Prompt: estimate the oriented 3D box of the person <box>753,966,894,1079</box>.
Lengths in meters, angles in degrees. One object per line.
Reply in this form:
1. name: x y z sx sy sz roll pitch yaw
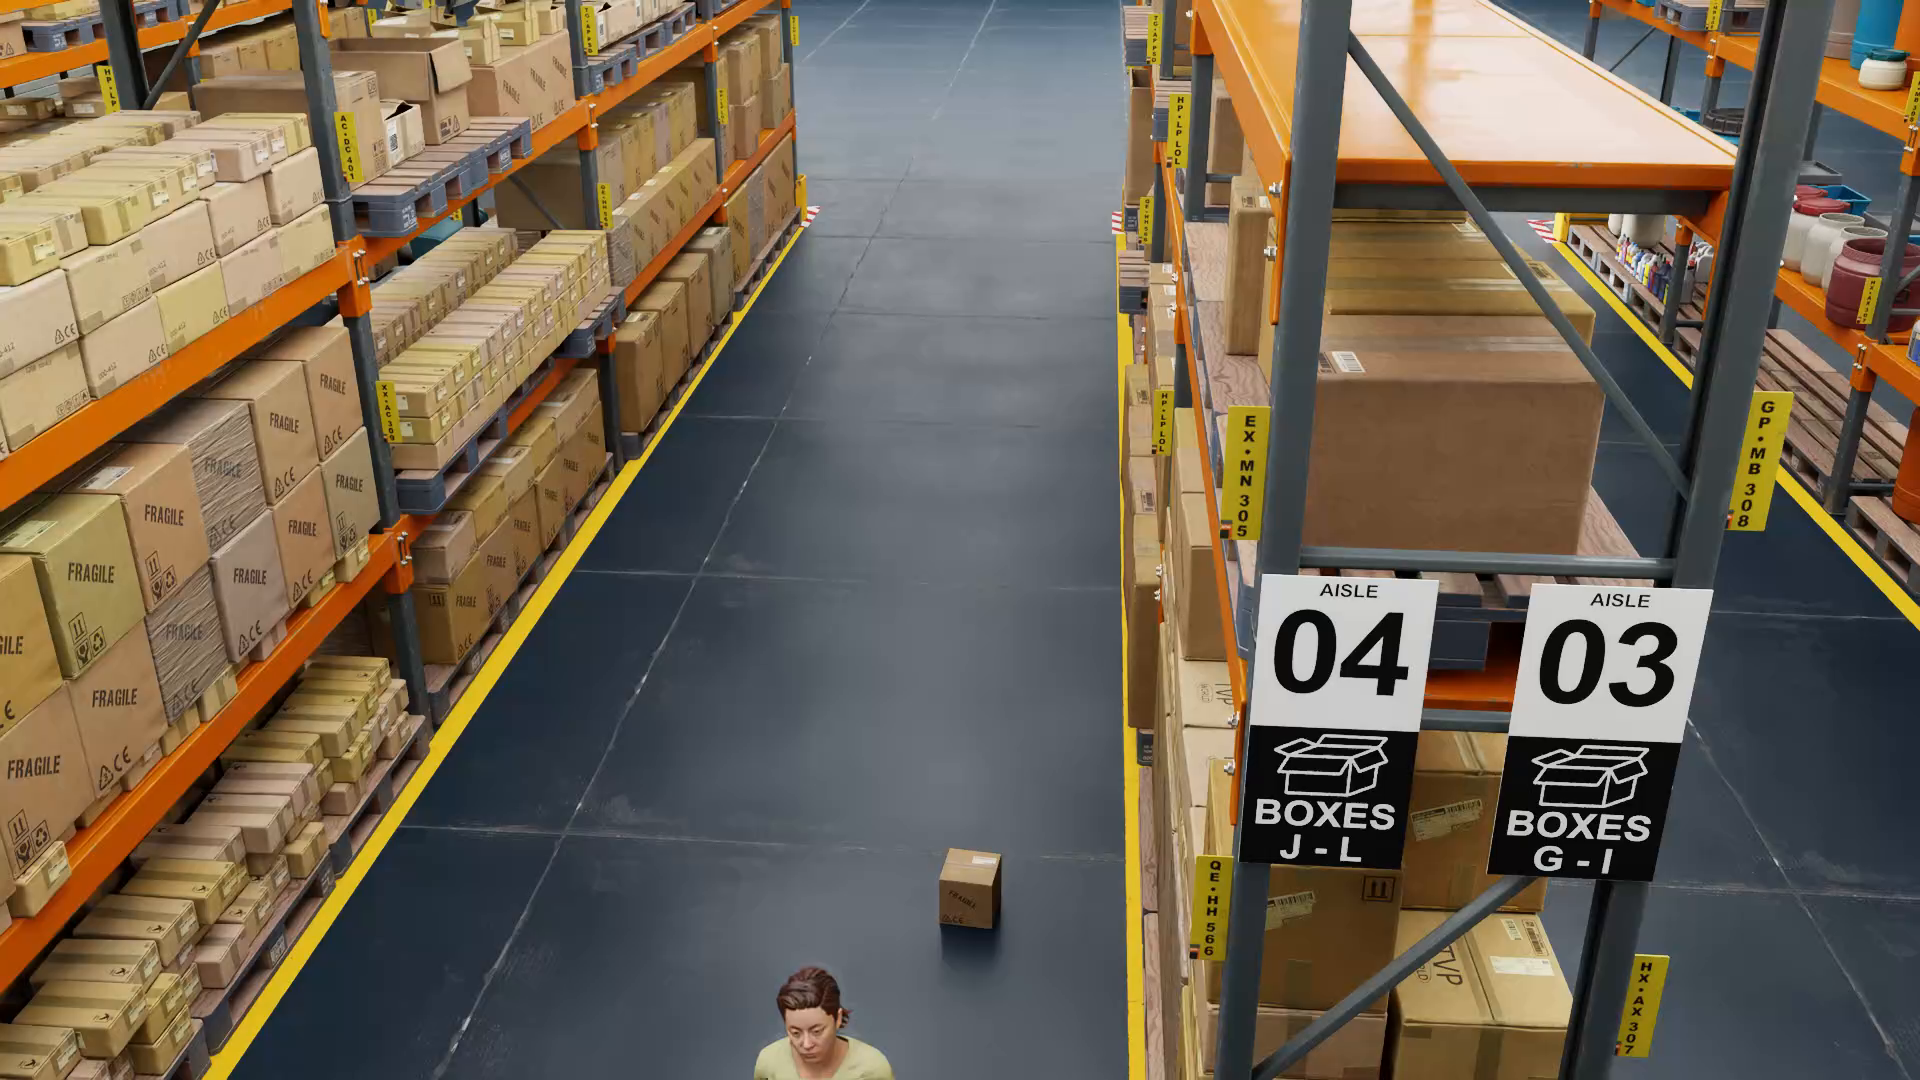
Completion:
1. person: -0.404 2.106 5.011 0.494 1.645 0.830 -1 25 -2
